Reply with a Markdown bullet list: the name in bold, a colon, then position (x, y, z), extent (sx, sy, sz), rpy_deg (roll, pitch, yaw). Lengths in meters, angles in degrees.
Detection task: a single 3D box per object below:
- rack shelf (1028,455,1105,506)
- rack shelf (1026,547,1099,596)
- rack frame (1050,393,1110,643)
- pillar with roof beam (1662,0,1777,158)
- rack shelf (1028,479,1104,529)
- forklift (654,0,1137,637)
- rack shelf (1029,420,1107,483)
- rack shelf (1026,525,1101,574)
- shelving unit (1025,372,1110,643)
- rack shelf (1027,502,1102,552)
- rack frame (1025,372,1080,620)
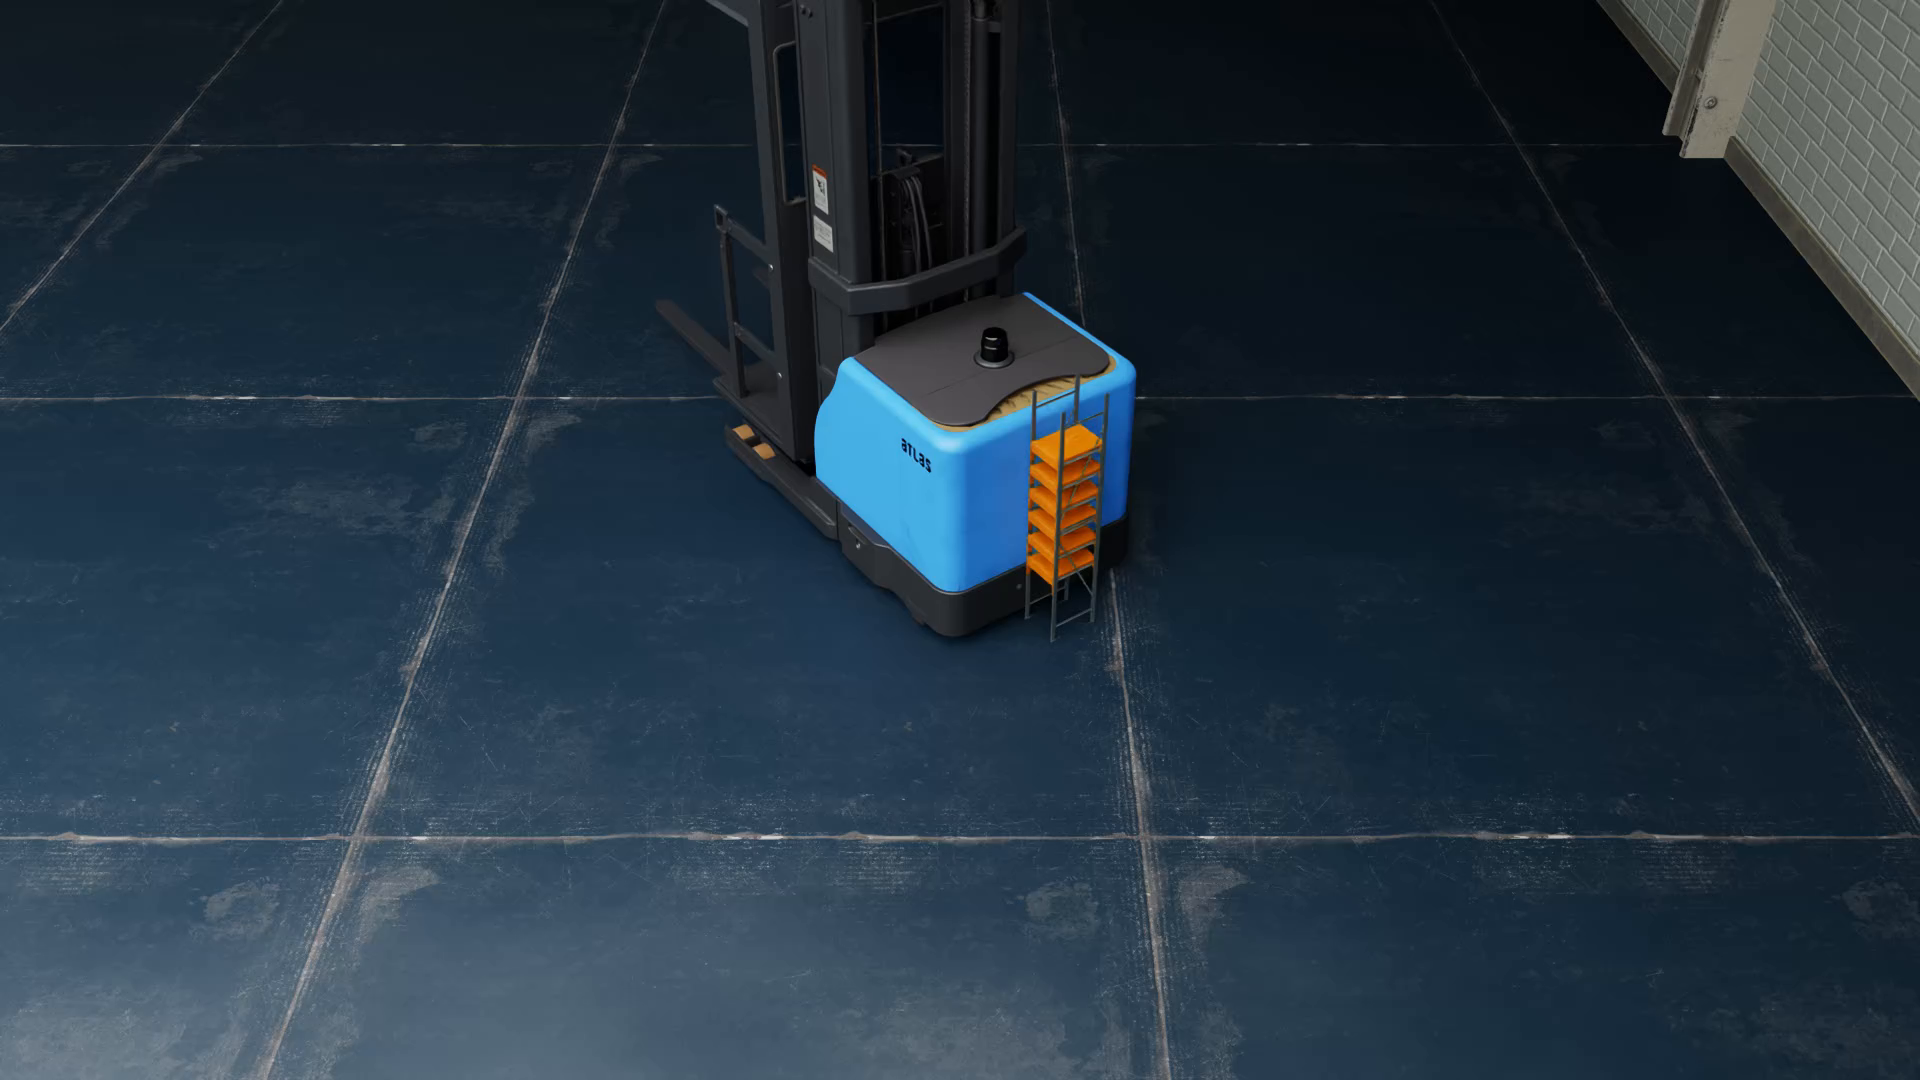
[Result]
- **rack shelf**: position (0.437, -0.266, 6.810), extent (0.258, 0.103, 0.180), rpy_deg (-24, 45, -27)
- **rack shelf**: position (0.437, 0.108, 7.110), extent (0.258, 0.103, 0.180), rpy_deg (-24, 45, -27)
- **rack frame**: position (0.491, -0.067, 6.874), extent (0.240, 1.200, 0.006), rpy_deg (-24, 45, -27)
- **pillar with roof beam**: position (0.565, -6.130, 8.203), extent (9.100, 9.000, 0.400), rpy_deg (0, 39, 0)
- **rack shelf**: position (0.437, -0.173, 6.885), extent (0.258, 0.103, 0.180), rpy_deg (-24, 45, -27)
- **forklift**: position (-0.505, -1.608, 7.412), extent (1.130, 2.935, 3.031), rpy_deg (-24, 45, -27)
- **rack shelf**: position (0.437, -0.360, 6.735), extent (0.258, 0.103, 0.180), rpy_deg (-24, 45, -27)
- **rack shelf**: position (0.437, 0.014, 7.035), extent (0.258, 0.103, 0.180), rpy_deg (-24, 45, -27)
- **shelving unit**: position (0.437, -0.114, 6.933), extent (0.258, 1.200, 0.189), rpy_deg (-24, 45, -27)
- **rack shelf**: position (0.437, -0.079, 6.960), extent (0.258, 0.103, 0.180), rpy_deg (-24, 45, -27)
- **rack frame**: position (0.384, -0.160, 6.991), extent (0.240, 1.200, 0.006), rpy_deg (-24, 45, -27)
